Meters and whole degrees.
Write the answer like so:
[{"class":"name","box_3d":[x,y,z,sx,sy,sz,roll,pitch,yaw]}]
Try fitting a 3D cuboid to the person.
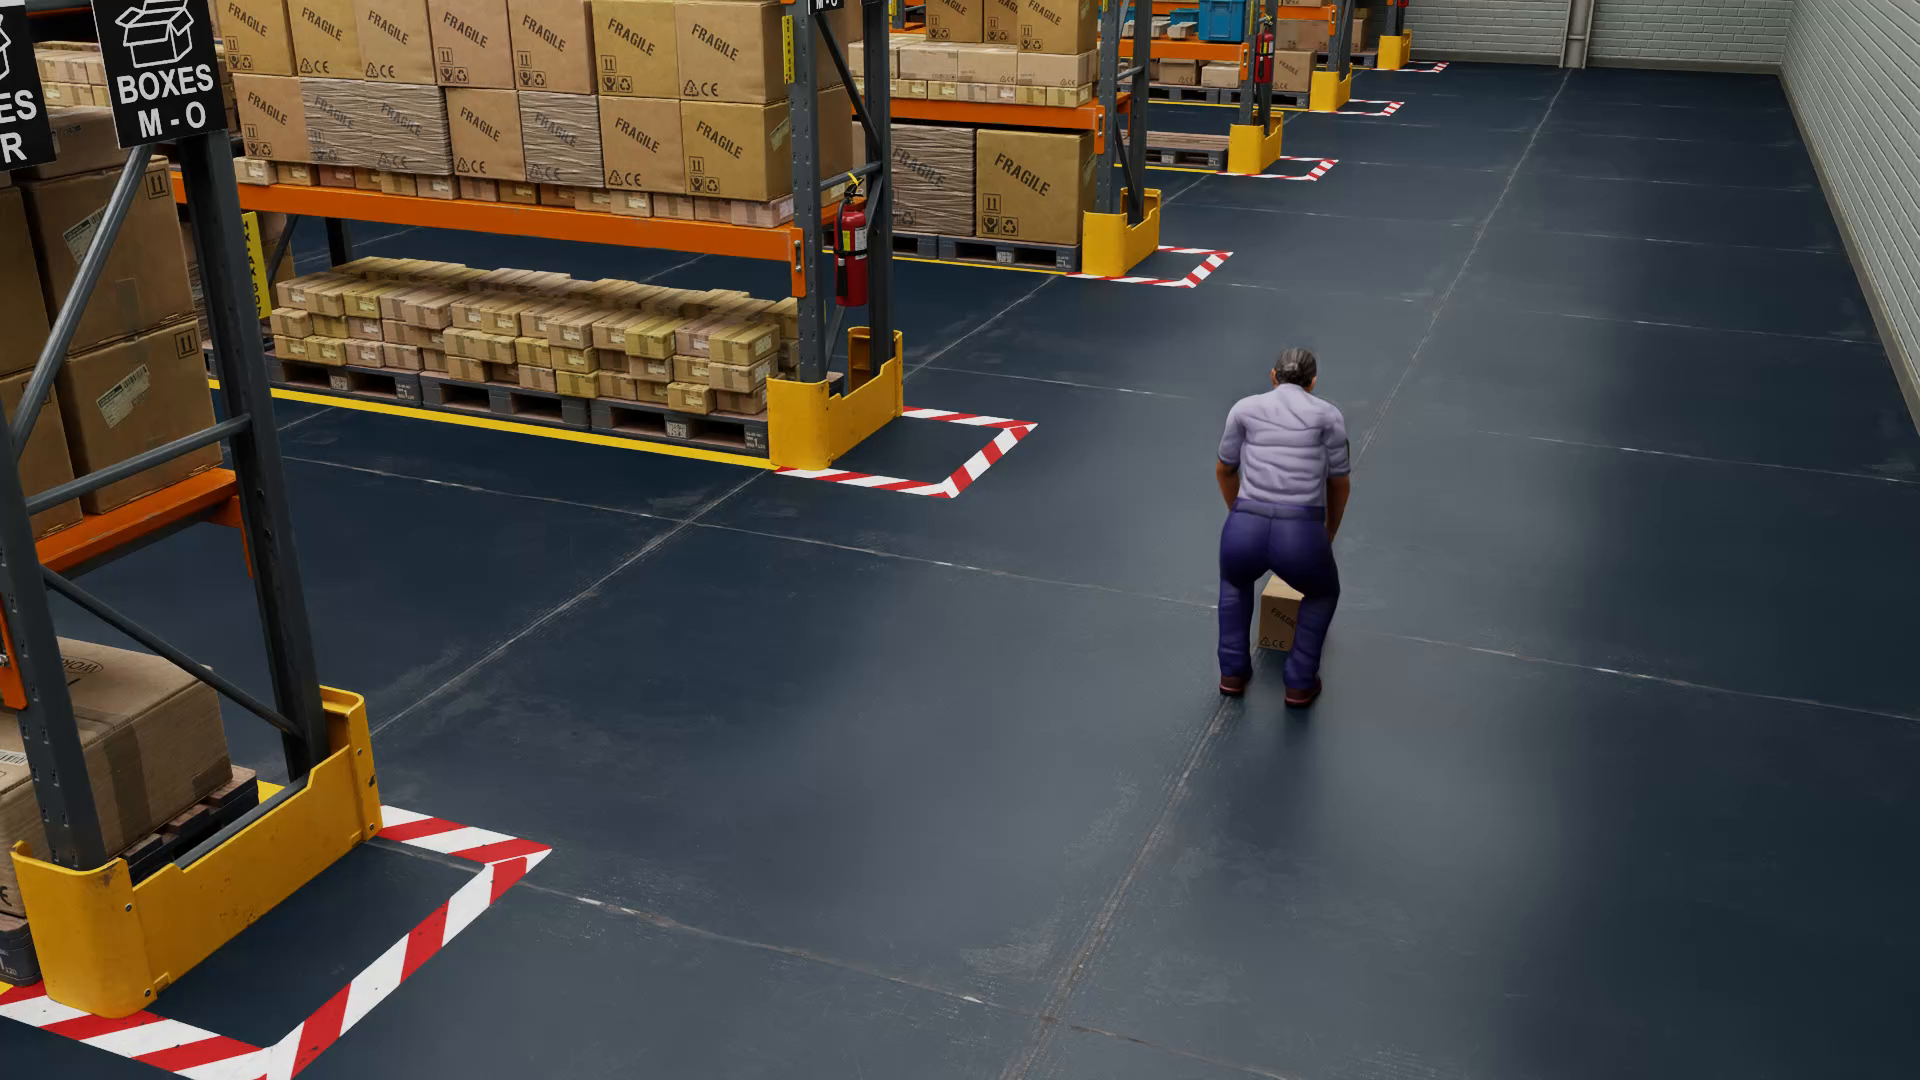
[{"class":"person","box_3d":[1.242,-0.040,6.587,0.534,1.368,0.655,9,24,20]}]
